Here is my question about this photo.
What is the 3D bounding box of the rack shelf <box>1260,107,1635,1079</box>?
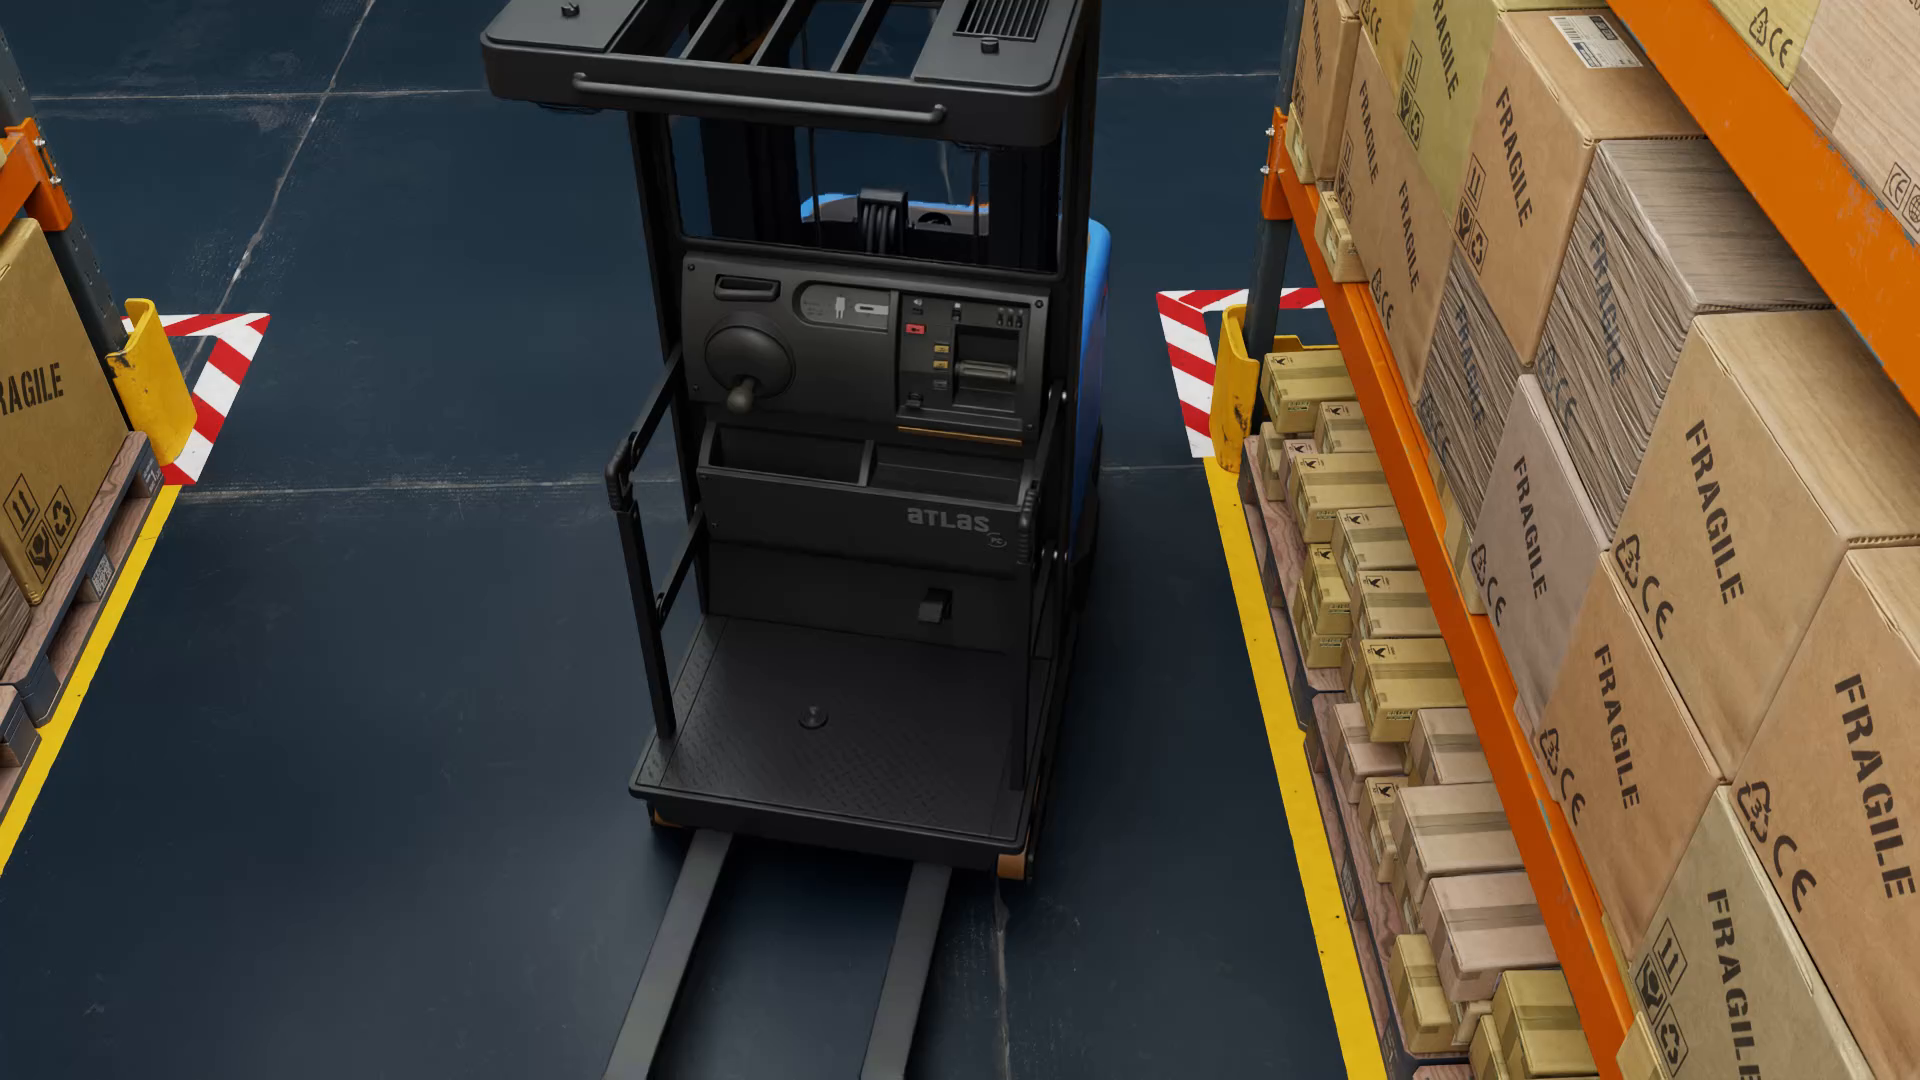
[{"bbox_3d":[1.601,0.087,3.967,1.077,0.370,4.000,-2,43,-2],"label":"rack shelf"}]

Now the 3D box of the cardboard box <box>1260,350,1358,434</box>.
[{"bbox_3d":[1.199,-0.488,5.421,0.380,0.149,0.250,-3,43,-4],"label":"cardboard box"}]

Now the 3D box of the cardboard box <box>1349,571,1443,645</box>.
[{"bbox_3d":[1.309,0.221,4.648,0.380,0.149,0.250,0,43,0],"label":"cardboard box"}]

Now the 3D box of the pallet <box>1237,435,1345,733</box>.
[{"bbox_3d":[1.518,0.100,5.484,1.003,0.211,1.213,-2,43,-2],"label":"pallet"}]

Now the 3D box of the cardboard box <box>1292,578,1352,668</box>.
[{"bbox_3d":[1.230,0.248,5.058,0.380,0.149,0.250,-1,43,-1],"label":"cardboard box"}]

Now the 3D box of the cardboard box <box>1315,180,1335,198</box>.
[{"bbox_3d":[1.254,-1.037,4.847,0.380,0.149,0.250,0,43,0],"label":"cardboard box"}]

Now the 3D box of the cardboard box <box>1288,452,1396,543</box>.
[{"bbox_3d":[1.213,-0.132,5.032,0.380,0.149,0.250,-2,43,-2],"label":"cardboard box"}]

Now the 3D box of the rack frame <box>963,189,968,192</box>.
[{"bbox_3d":[0.108,-0.751,5.792,0.200,1.050,0.008,7,43,8],"label":"rack frame"}]

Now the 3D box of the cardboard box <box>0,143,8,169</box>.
[{"bbox_3d":[-3.100,-1.131,4.949,0.380,0.149,0.250,-1,43,-1],"label":"cardboard box"}]

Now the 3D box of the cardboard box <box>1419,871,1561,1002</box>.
[{"bbox_3d":[1.305,0.919,3.886,0.380,0.149,0.250,-4,43,-4],"label":"cardboard box"}]

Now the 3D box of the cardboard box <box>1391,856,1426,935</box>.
[{"bbox_3d":[1.341,0.937,4.307,0.380,0.149,0.250,-1,43,-1],"label":"cardboard box"}]

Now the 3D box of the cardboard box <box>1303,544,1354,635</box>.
[{"bbox_3d":[1.238,0.145,4.951,0.380,0.149,0.250,0,43,0],"label":"cardboard box"}]

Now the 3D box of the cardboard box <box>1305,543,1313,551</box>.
[{"bbox_3d":[1.311,-0.095,5.433,0.380,0.149,0.250,-2,43,-2],"label":"cardboard box"}]

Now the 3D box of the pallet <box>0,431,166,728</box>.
[{"bbox_3d":[-3.332,0.111,5.472,1.003,0.211,1.213,-2,43,-2],"label":"pallet"}]

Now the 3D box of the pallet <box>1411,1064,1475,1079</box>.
[{"bbox_3d":[1.622,1.748,3.687,1.003,0.211,1.213,-2,43,-2],"label":"pallet"}]

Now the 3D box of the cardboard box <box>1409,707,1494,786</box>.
[{"bbox_3d":[1.380,0.567,4.270,0.380,0.149,0.250,-2,43,-2],"label":"cardboard box"}]

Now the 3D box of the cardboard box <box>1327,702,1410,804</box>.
[{"bbox_3d":[1.260,0.589,4.687,0.380,0.149,0.250,-4,43,-4],"label":"cardboard box"}]

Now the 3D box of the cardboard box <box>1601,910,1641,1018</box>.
[{"bbox_3d":[1.368,0.726,2.924,0.380,0.149,0.250,0,43,0],"label":"cardboard box"}]

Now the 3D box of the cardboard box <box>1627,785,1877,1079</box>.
[{"bbox_3d":[1.383,0.707,2.464,0.500,0.500,0.500,-2,43,-2],"label":"cardboard box"}]

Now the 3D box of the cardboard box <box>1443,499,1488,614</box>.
[{"bbox_3d":[1.301,0.025,3.688,0.380,0.149,0.250,-1,43,-1],"label":"cardboard box"}]

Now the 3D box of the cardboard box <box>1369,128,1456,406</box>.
[{"bbox_3d":[1.315,-0.672,3.969,0.500,0.500,0.500,-1,43,-1],"label":"cardboard box"}]

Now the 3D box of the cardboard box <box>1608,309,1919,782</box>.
[{"bbox_3d":[1.368,-0.001,2.497,0.500,0.500,0.500,-3,43,-3],"label":"cardboard box"}]

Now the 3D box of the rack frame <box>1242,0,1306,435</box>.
[{"bbox_3d":[1.516,-1.528,5.197,1.000,3.000,0.127,-2,43,-2],"label":"rack frame"}]

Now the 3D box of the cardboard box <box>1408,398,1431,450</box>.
[{"bbox_3d":[1.329,-0.331,4.078,0.380,0.149,0.250,-2,43,-3],"label":"cardboard box"}]

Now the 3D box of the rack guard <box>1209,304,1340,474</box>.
[{"bbox_3d":[1.519,-0.555,5.986,1.175,0.500,0.348,-2,43,-2],"label":"rack guard"}]

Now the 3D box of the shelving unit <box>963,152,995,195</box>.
[{"bbox_3d":[0.130,-0.832,5.880,0.215,1.050,0.252,7,43,8],"label":"shelving unit"}]

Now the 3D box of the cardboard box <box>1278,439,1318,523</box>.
[{"bbox_3d":[1.237,-0.194,5.321,0.380,0.149,0.250,-2,43,-2],"label":"cardboard box"}]

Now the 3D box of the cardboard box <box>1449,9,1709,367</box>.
[{"bbox_3d":[1.322,-0.696,3.256,0.500,0.500,0.500,-3,43,-3],"label":"cardboard box"}]

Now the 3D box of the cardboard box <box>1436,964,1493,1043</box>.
[{"bbox_3d":[1.359,1.049,3.965,0.380,0.149,0.250,-1,43,-1],"label":"cardboard box"}]

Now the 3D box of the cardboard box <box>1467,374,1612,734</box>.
[{"bbox_3d":[1.342,0.021,3.213,0.500,0.500,0.500,-2,43,-2],"label":"cardboard box"}]

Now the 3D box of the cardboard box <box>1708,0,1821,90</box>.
[{"bbox_3d":[1.363,-0.882,2.384,0.500,0.250,0.500,-2,43,-2],"label":"cardboard box"}]

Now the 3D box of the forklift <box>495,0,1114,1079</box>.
[{"bbox_3d":[-0.268,-0.445,4.066,1.130,2.935,3.031,7,43,8],"label":"forklift"}]

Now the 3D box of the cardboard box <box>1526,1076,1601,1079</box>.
[{"bbox_3d":[1.342,1.277,3.496,0.380,0.149,0.250,-2,43,-2],"label":"cardboard box"}]

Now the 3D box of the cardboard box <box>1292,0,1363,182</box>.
[{"bbox_3d":[1.259,-1.364,4.724,0.500,0.500,0.500,0,43,0],"label":"cardboard box"}]

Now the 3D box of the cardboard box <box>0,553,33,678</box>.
[{"bbox_3d":[-3.298,0.218,4.553,0.875,0.875,0.875,-2,43,-2],"label":"cardboard box"}]

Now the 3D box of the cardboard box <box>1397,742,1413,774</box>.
[{"bbox_3d":[1.397,0.503,4.560,0.380,0.149,0.250,0,43,0],"label":"cardboard box"}]

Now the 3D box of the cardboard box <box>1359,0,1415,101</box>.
[{"bbox_3d":[1.297,-1.392,4.015,0.500,0.500,0.500,-1,43,-1],"label":"cardboard box"}]

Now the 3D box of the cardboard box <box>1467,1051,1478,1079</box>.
[{"bbox_3d":[1.436,1.278,3.935,0.380,0.149,0.250,-3,43,-3],"label":"cardboard box"}]
